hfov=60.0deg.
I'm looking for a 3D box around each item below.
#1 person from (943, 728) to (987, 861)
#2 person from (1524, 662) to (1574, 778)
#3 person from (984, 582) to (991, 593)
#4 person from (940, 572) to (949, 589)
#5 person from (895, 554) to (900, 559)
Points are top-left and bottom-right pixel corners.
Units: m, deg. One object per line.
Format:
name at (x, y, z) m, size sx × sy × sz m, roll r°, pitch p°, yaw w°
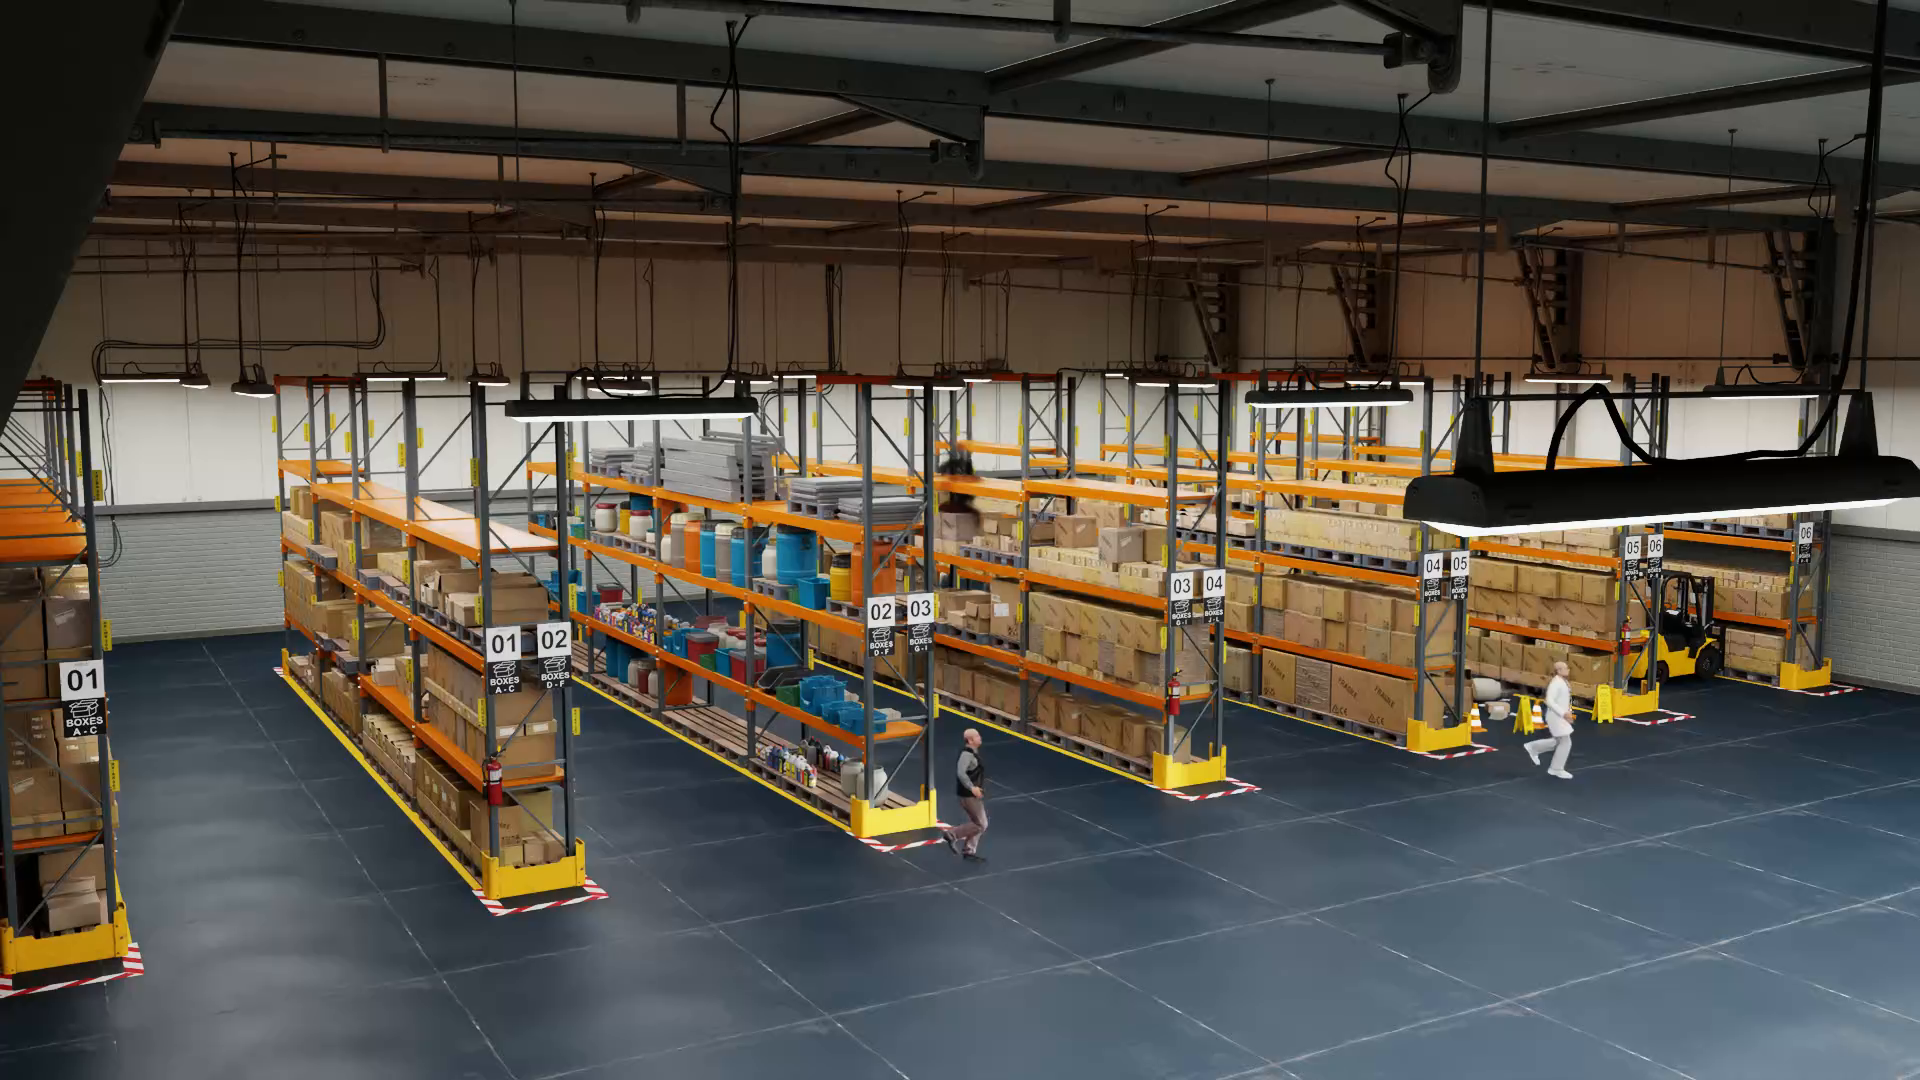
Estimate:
person at (0.068, 3.218, 20.968) m, size 0.556 × 1.704 × 0.680 m, roll 0°, pitch 6°, yaw 3°
person at (8.969, 2.711, 25.270) m, size 0.738 × 1.777 × 0.721 m, roll 3°, pitch 7°, yaw 26°
person at (0.833, 0.908, 41.760) m, size 0.693 × 1.732 × 0.727 m, roll 3°, pitch 7°, yaw 24°
person at (-0.498, 0.892, 41.914) m, size 0.877 × 1.723 × 0.696 m, roll -4°, pitch 7°, yaw -30°
person at (-1.593, 1.178, 39.838) m, size 0.621 × 1.716 × 0.689 m, roll 0°, pitch 6°, yaw 0°
